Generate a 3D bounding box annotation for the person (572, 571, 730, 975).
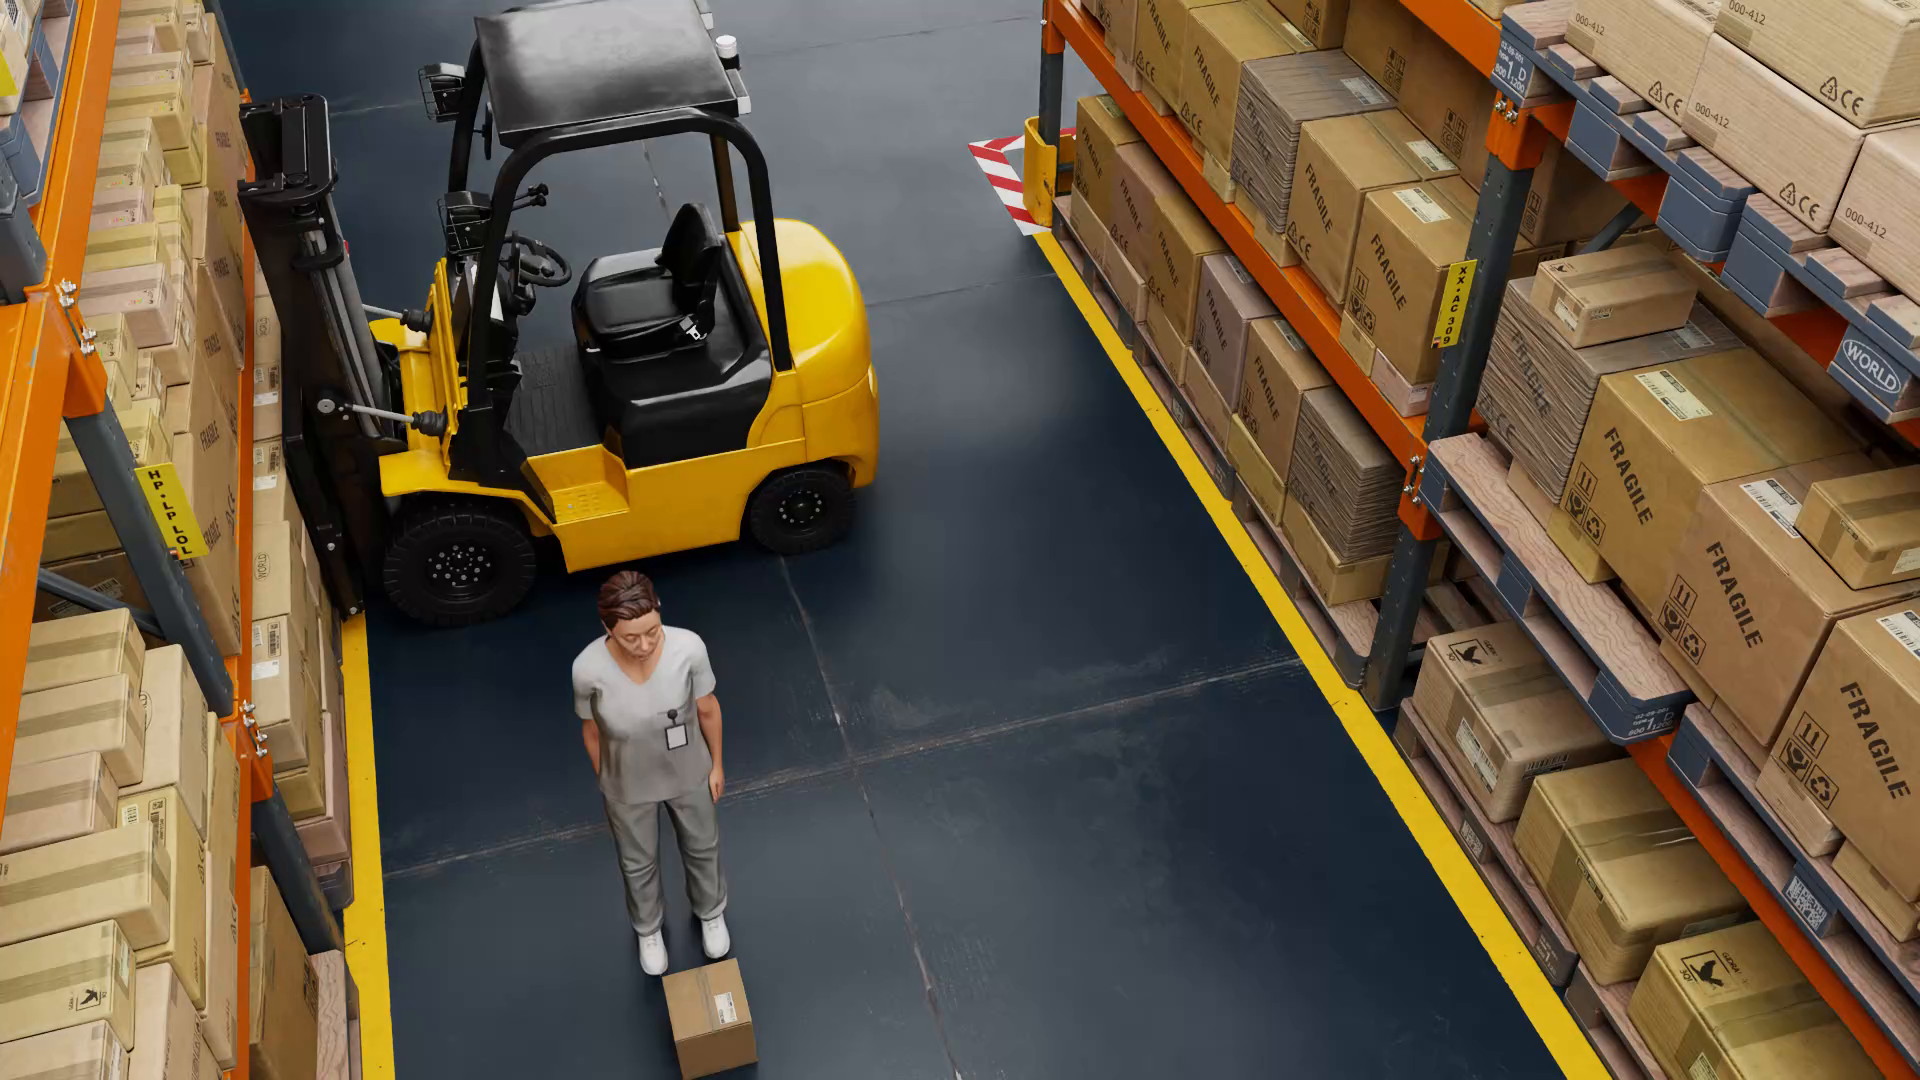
[{"bbox_3d":[-0.962,0.749,5.342,0.436,1.679,0.380,-11,44,-12],"label":"person"}]
